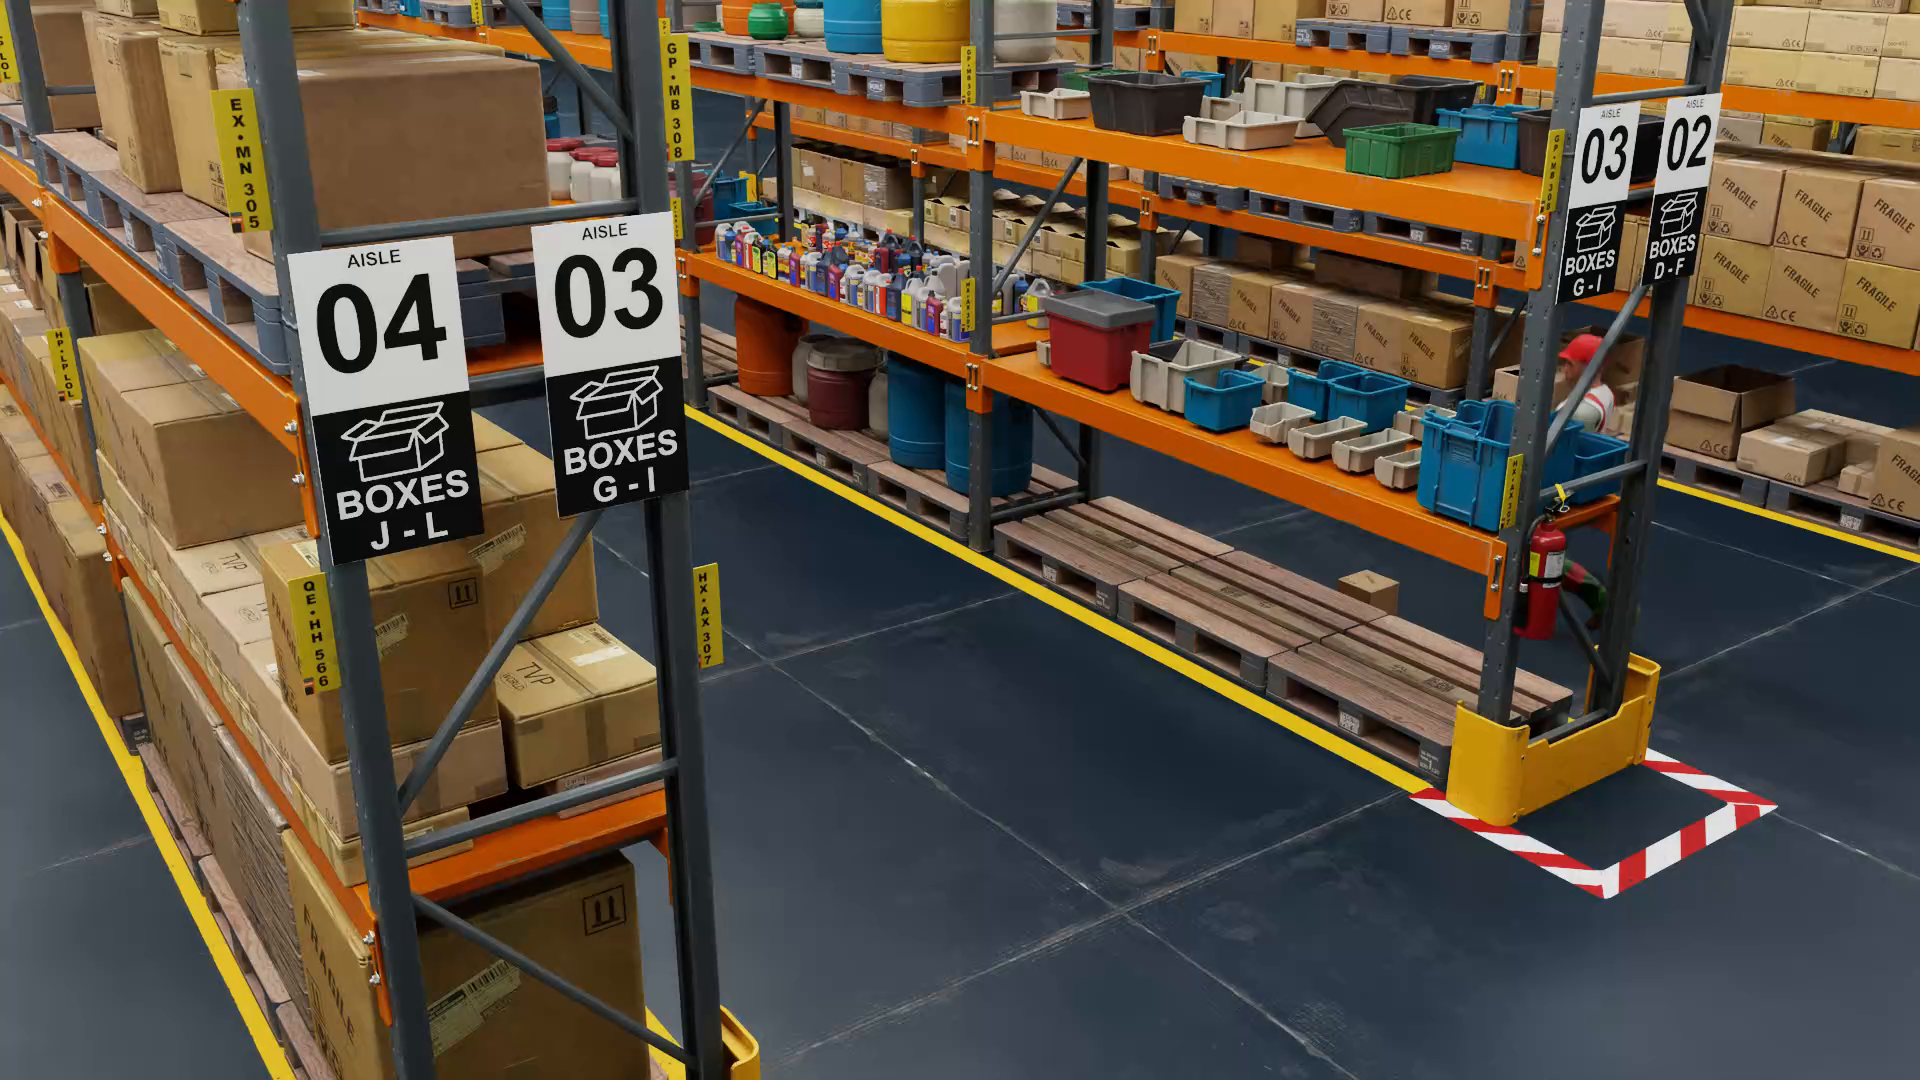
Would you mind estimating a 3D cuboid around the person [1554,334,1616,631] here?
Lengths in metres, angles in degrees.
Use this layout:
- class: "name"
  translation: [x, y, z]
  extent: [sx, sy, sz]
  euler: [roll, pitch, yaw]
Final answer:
- class: "person"
  translation: [3.412, -0.274, 9.240]
  extent: [0.715, 1.768, 0.591]
  euler: [10, 23, 24]
